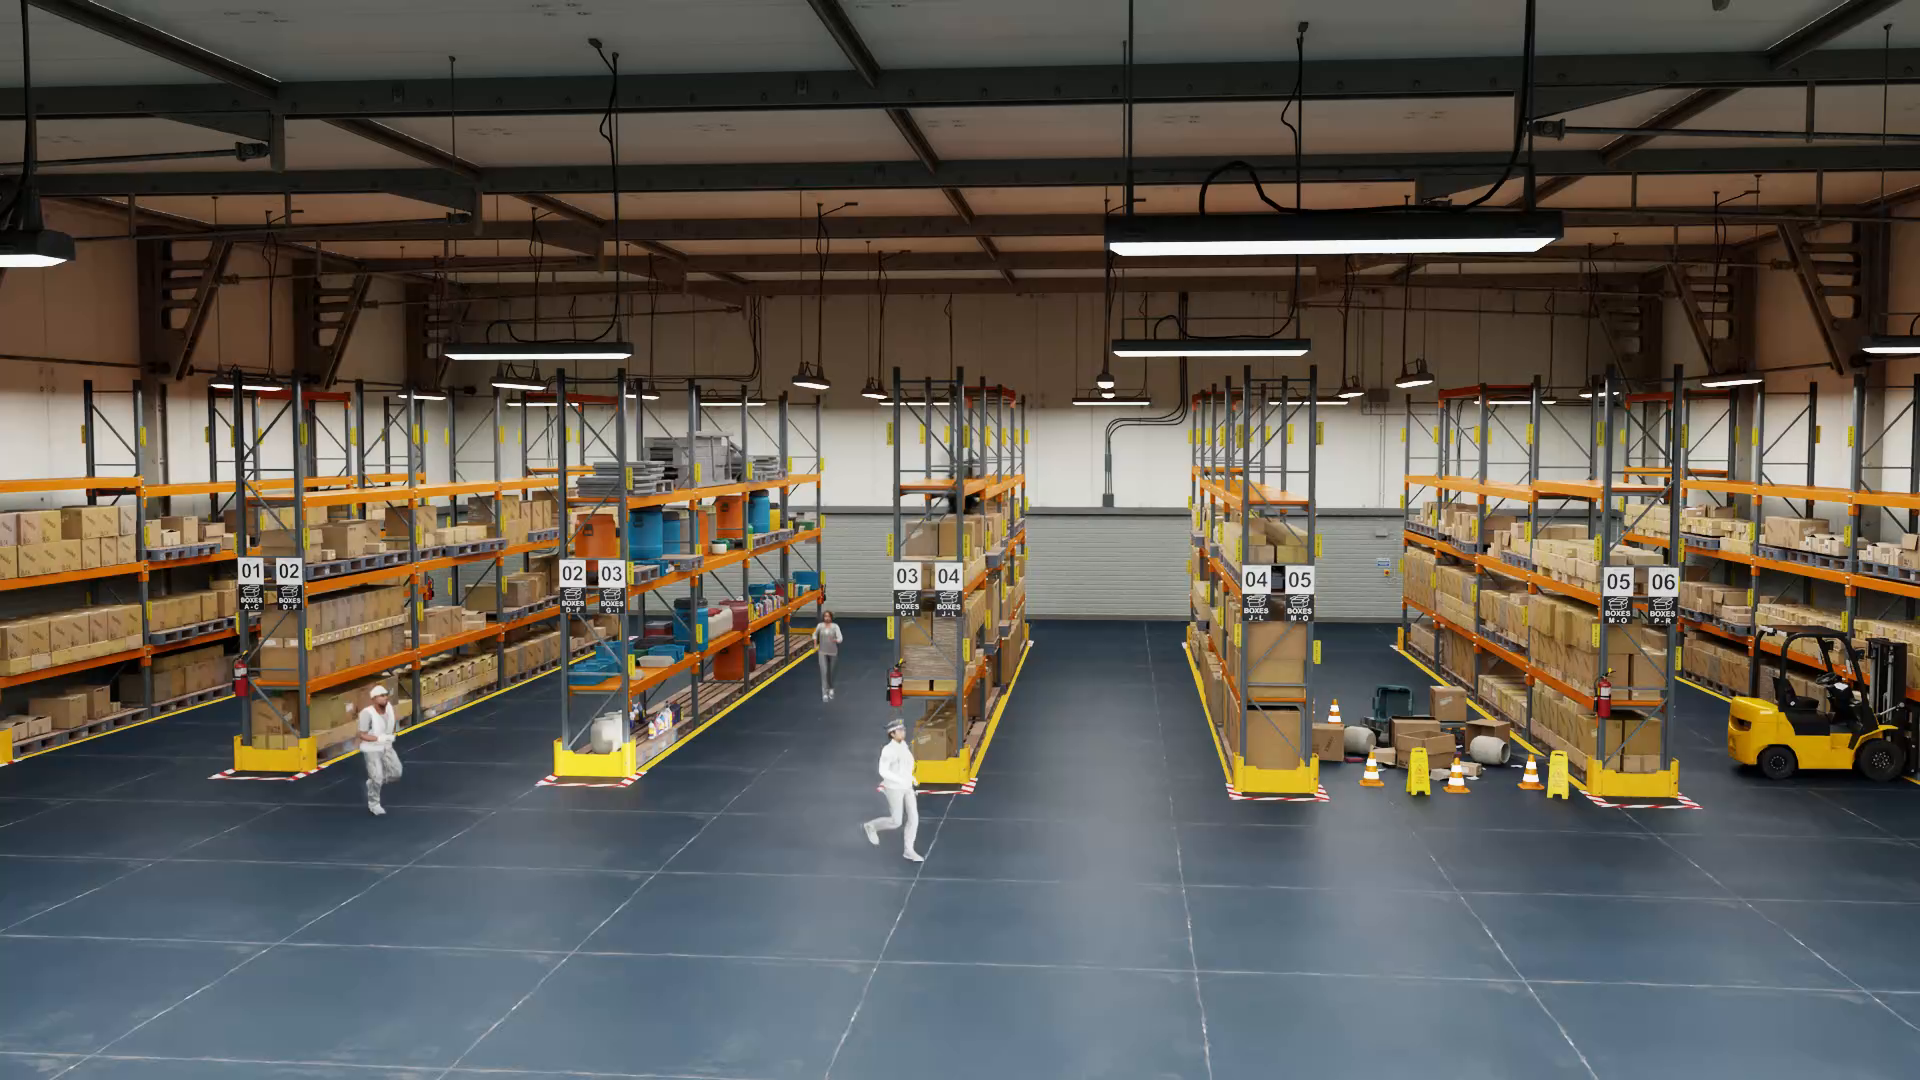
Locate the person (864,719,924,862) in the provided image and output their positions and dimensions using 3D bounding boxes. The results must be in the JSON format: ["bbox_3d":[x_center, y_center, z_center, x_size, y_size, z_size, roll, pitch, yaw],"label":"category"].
[{"bbox_3d":[-0.763,2.946,19.744,0.795,1.682,0.627,2,4,32],"label":"person"}]

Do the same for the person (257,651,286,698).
[{"bbox_3d":[-11.795,2.317,28.787,0.649,1.860,0.819,0,4,2],"label":"person"}]

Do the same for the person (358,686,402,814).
[{"bbox_3d":[-7.625,2.776,21.973,0.649,1.725,0.732,2,4,27],"label":"person"}]

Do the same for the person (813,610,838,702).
[{"bbox_3d":[-2.381,2.057,29.648,0.478,1.614,0.830,0,4,-5],"label":"person"}]
